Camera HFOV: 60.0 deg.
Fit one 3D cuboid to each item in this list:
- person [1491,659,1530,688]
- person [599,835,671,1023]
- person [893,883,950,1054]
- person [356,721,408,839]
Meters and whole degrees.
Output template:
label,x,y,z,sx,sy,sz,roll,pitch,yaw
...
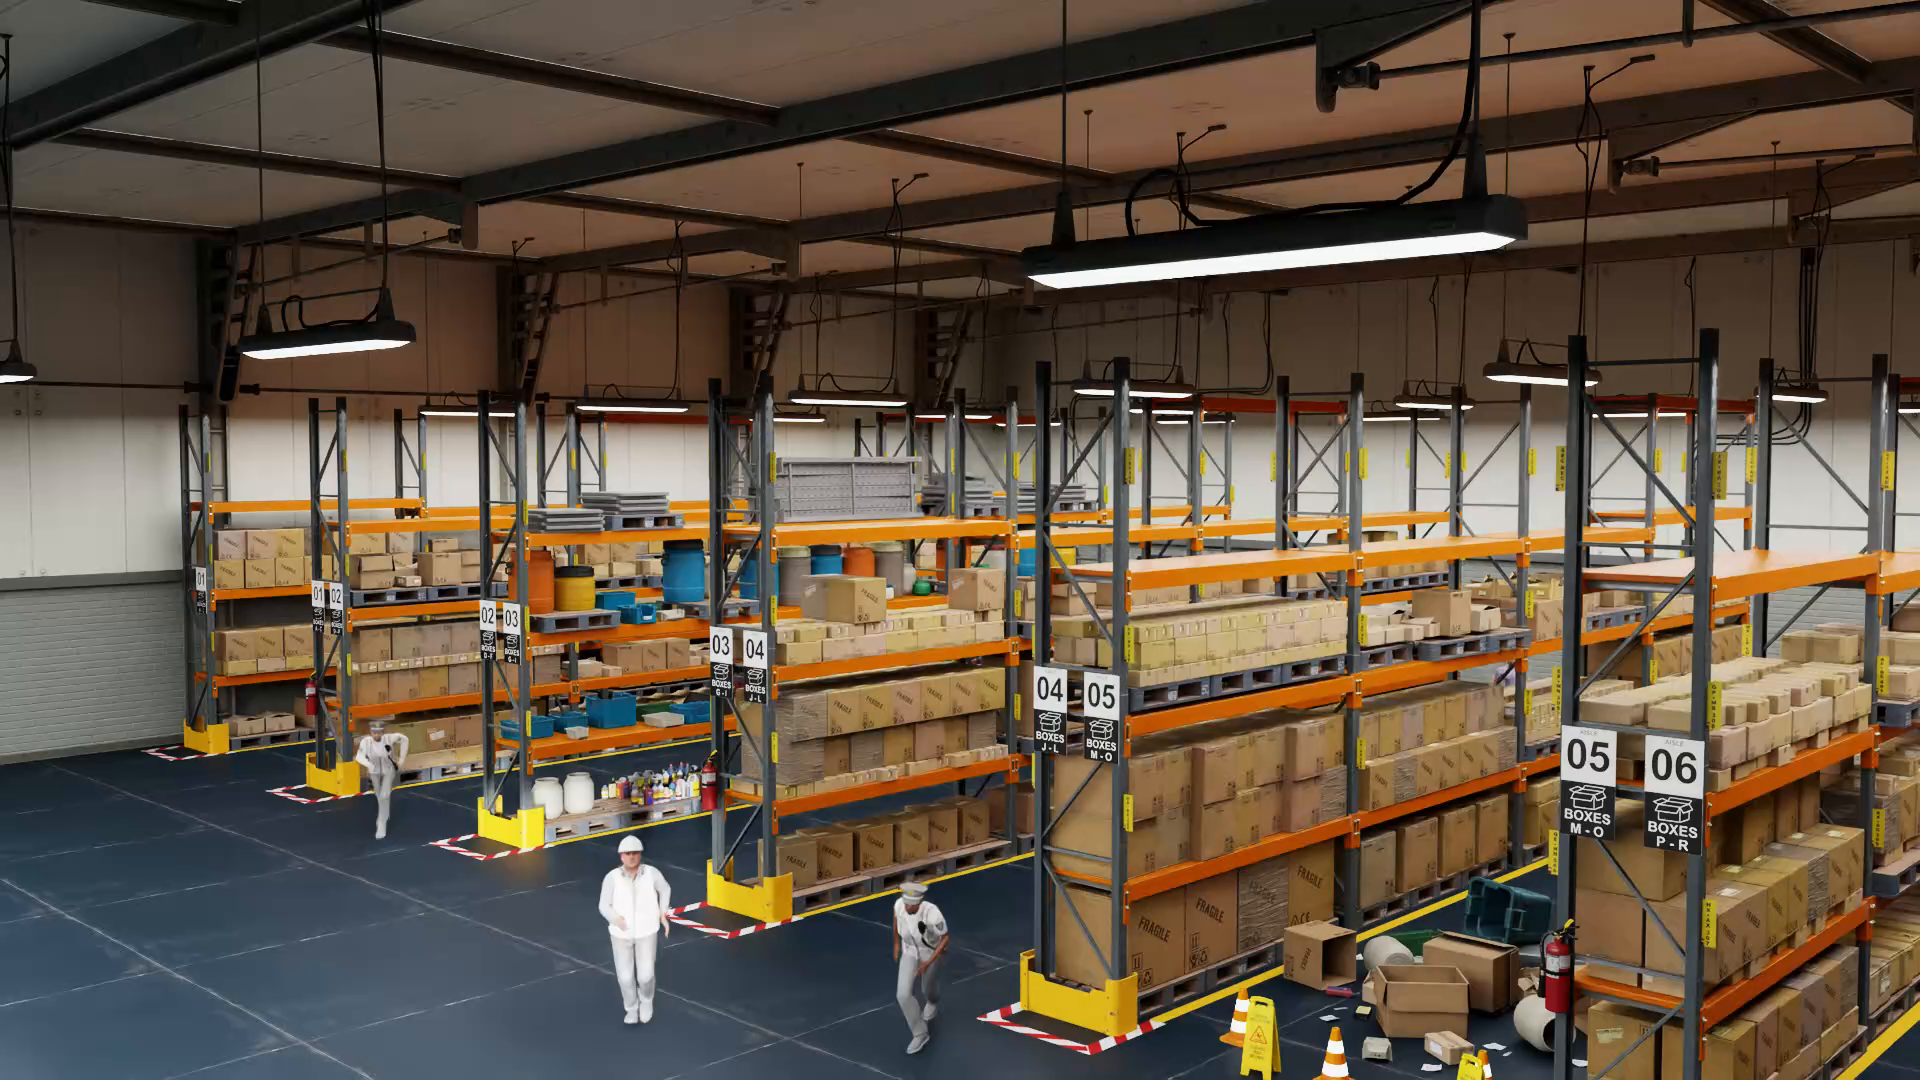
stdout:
label,x,y,z,sx,sy,sz,roll,pitch,yaw
person,9.897,2.829,29.638,0.652,1.642,0.607,-1,3,-20
person,-2.900,3.501,14.847,0.633,1.730,0.719,-1,3,-10
person,-0.299,3.658,14.610,0.557,1.500,1.074,1,3,18
person,-7.832,3.213,22.602,0.657,1.622,0.957,-1,3,-12
